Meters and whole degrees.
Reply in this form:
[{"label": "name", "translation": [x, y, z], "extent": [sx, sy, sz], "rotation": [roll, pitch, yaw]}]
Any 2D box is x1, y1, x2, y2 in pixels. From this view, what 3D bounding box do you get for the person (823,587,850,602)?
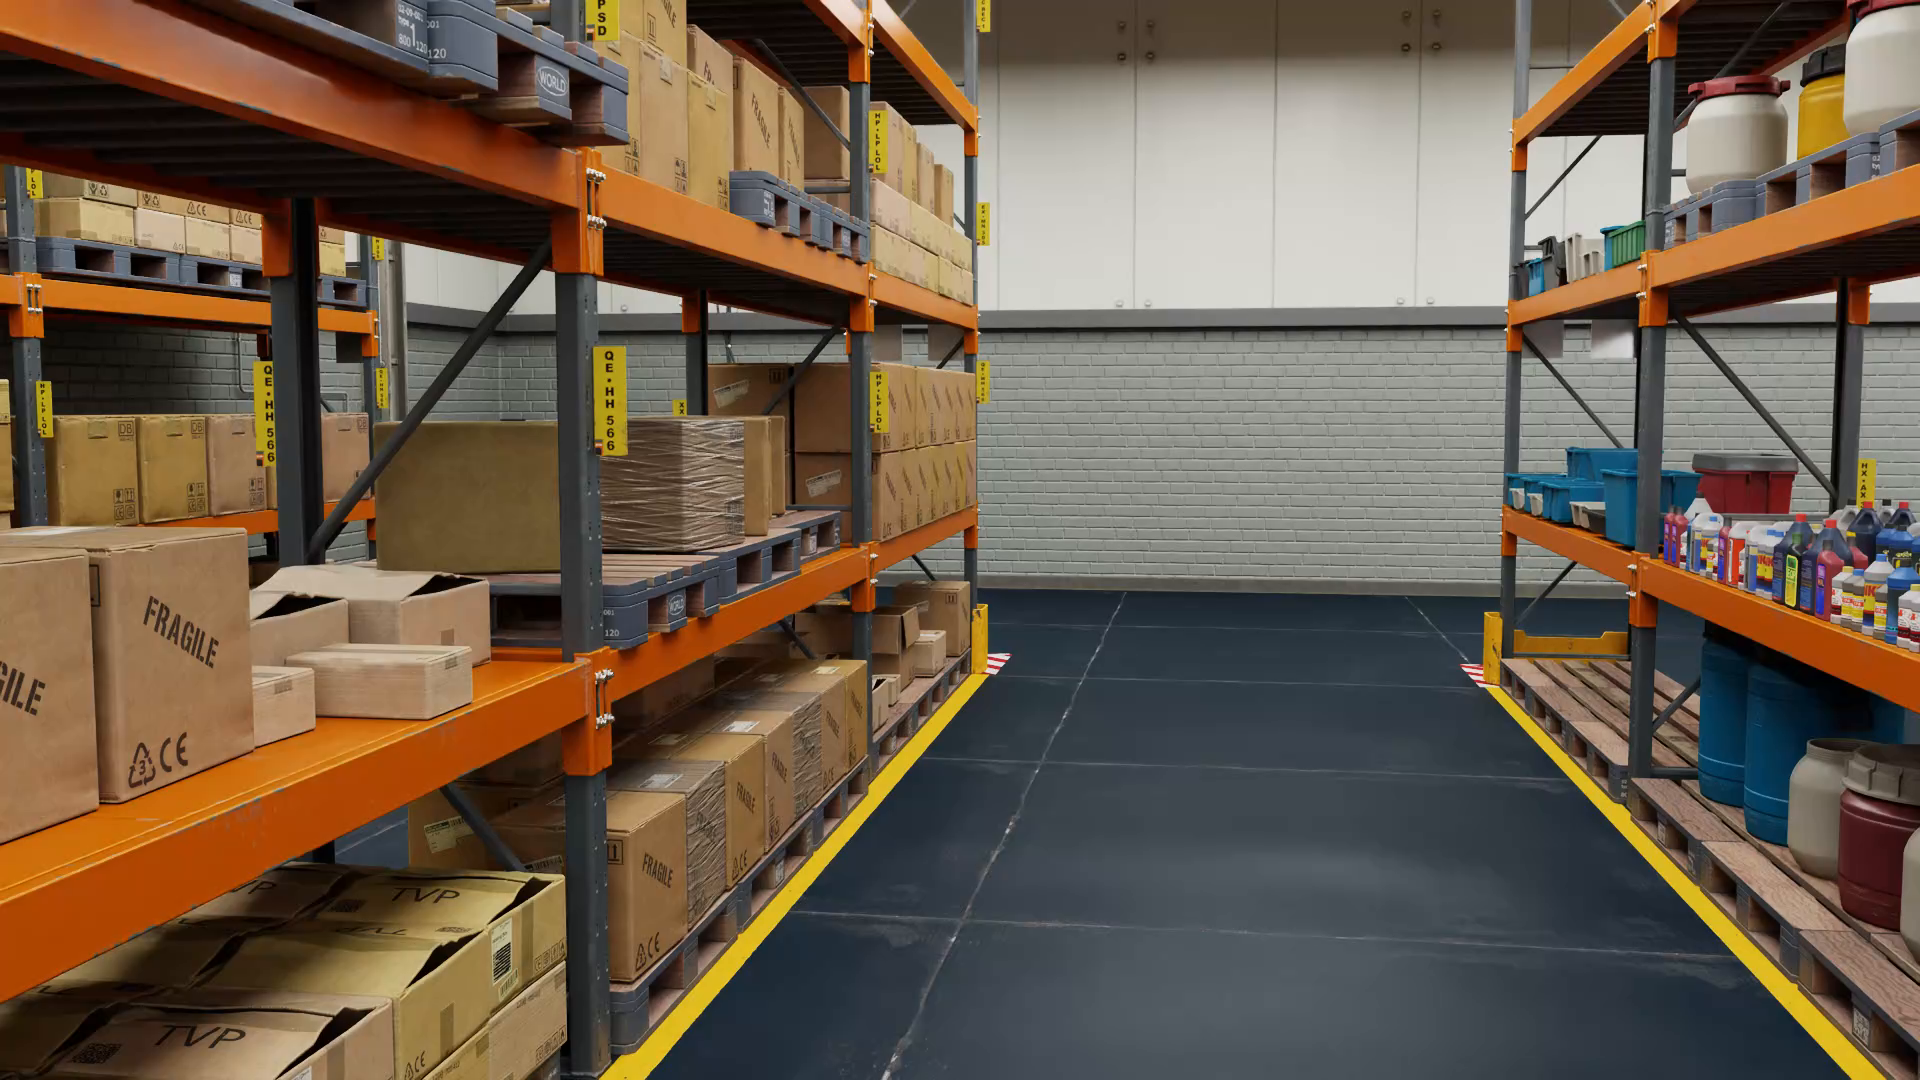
[{"label": "person", "translation": [-1.162, 0.004, 15.583], "extent": [0.467, 1.592, 0.346], "rotation": [1, 5, 6]}]
